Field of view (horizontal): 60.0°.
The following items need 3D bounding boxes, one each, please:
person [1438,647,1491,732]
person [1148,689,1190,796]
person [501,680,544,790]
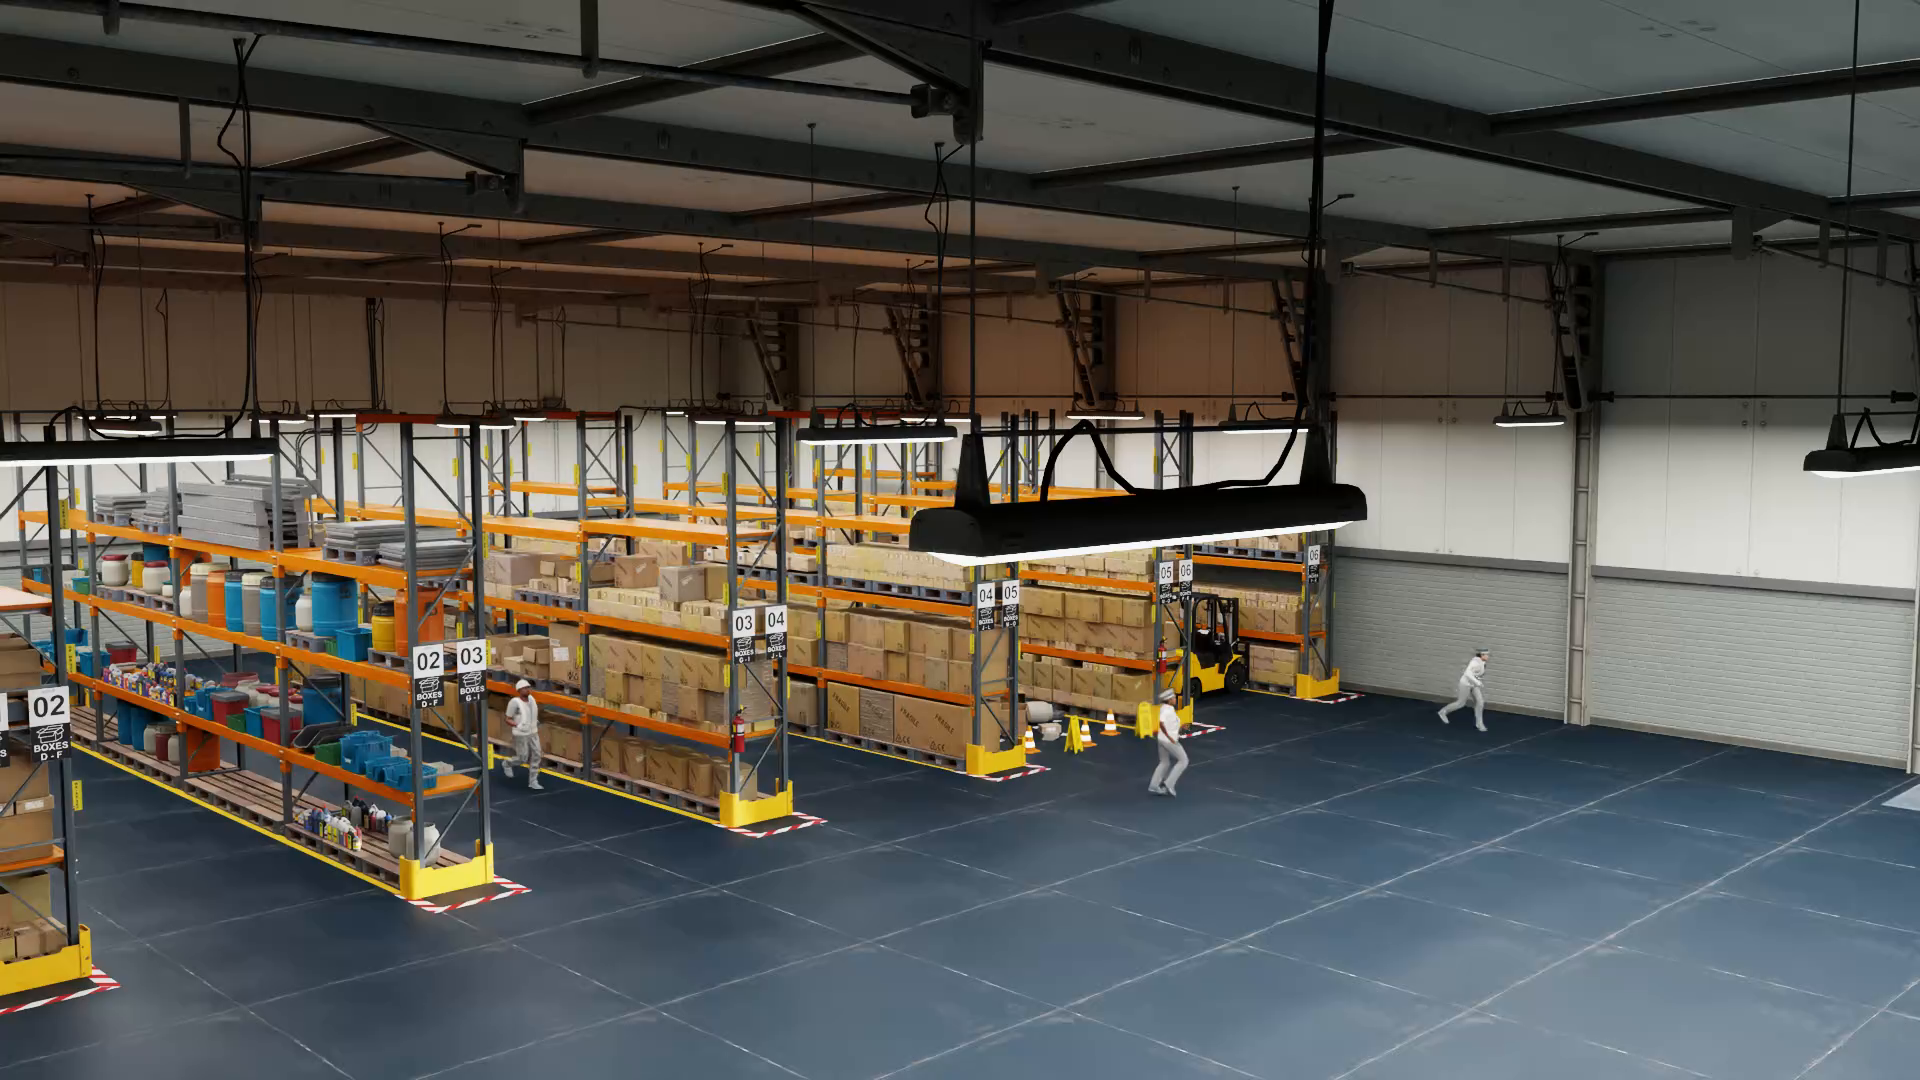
[{"bbox_3d":[9.597,2.813,31.625,0.978,1.627,0.654,3,6,32],"label":"person"},{"bbox_3d":[3.333,3.210,26.370,0.689,1.708,0.549,-1,5,-10],"label":"person"},{"bbox_3d":[-7.044,3.128,26.846,0.849,1.765,0.682,3,6,33],"label":"person"}]
